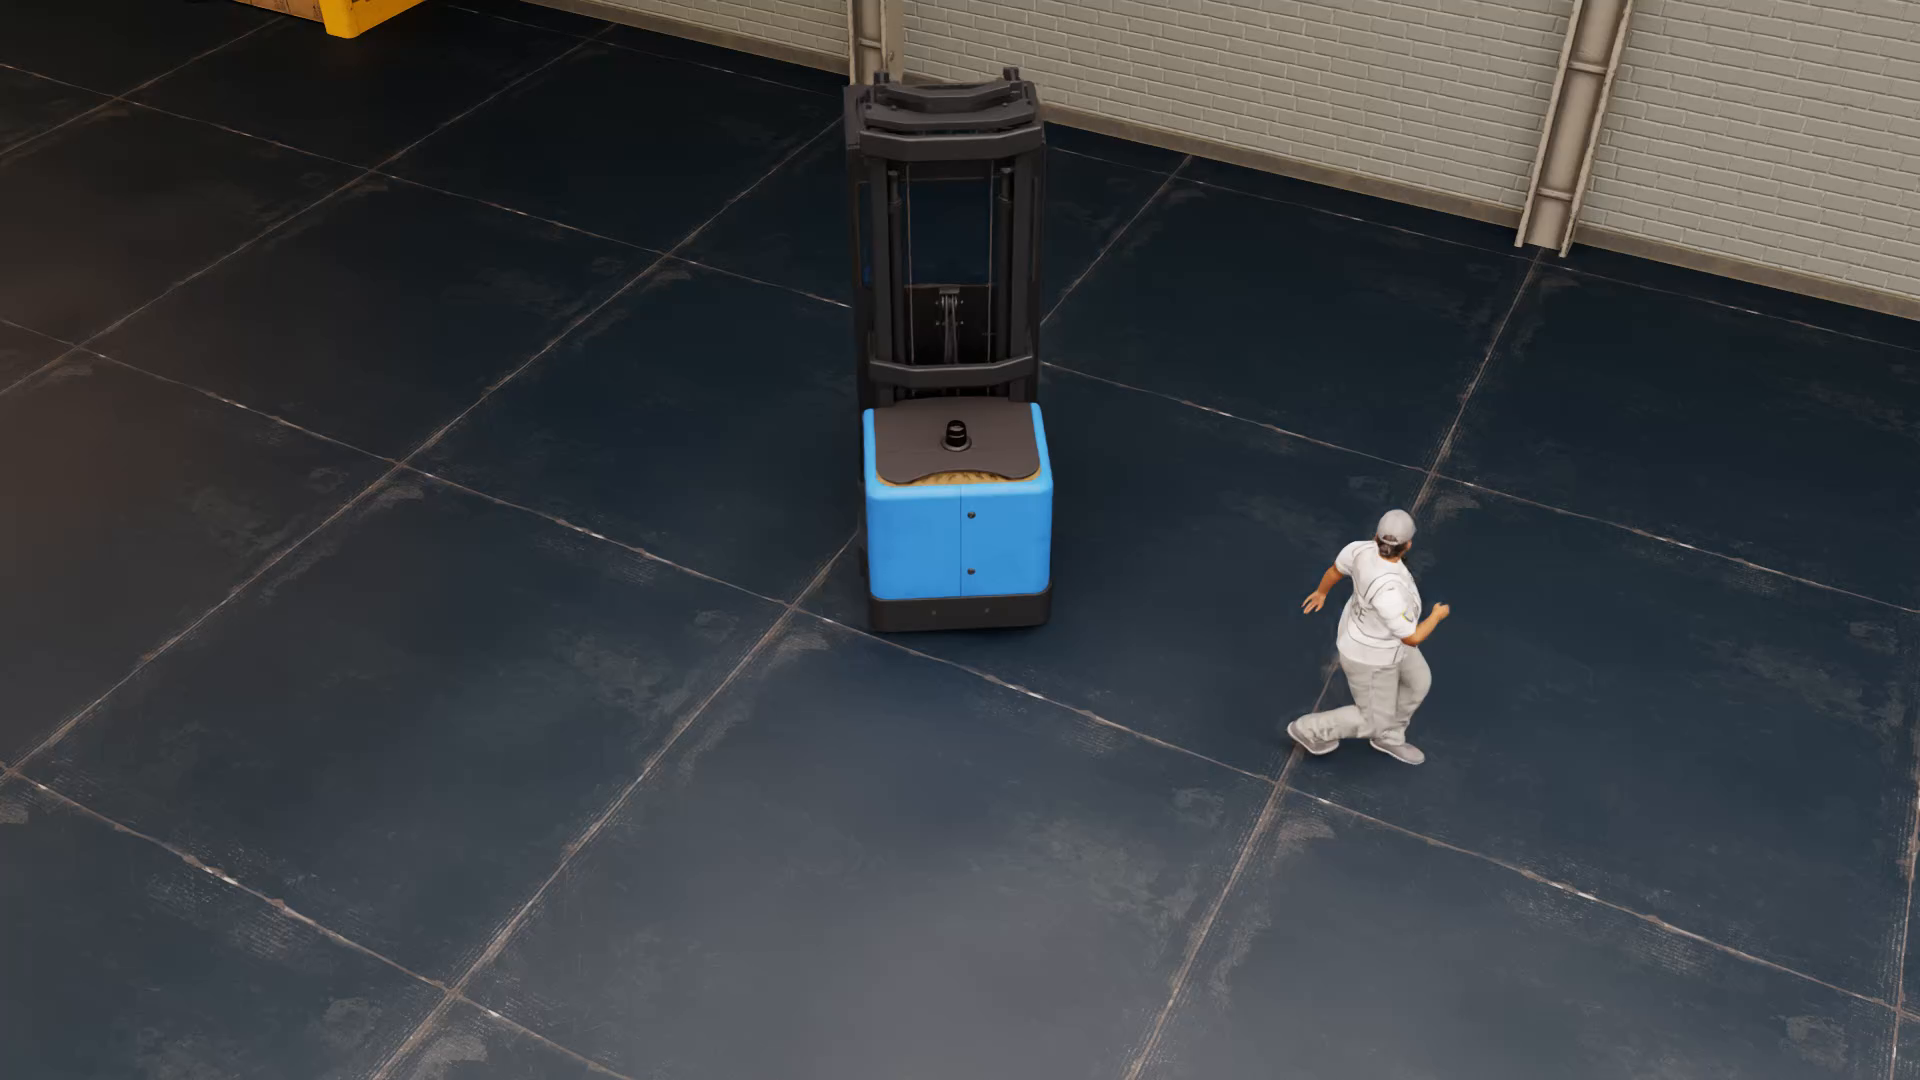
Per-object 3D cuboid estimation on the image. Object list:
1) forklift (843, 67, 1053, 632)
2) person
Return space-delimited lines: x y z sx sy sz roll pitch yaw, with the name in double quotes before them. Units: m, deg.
"forklift" -0.093 -1.530 9.803 1.130 2.935 3.031 -2 40 -3
"person" 2.108 0.505 8.454 0.776 1.588 0.533 11 41 12
